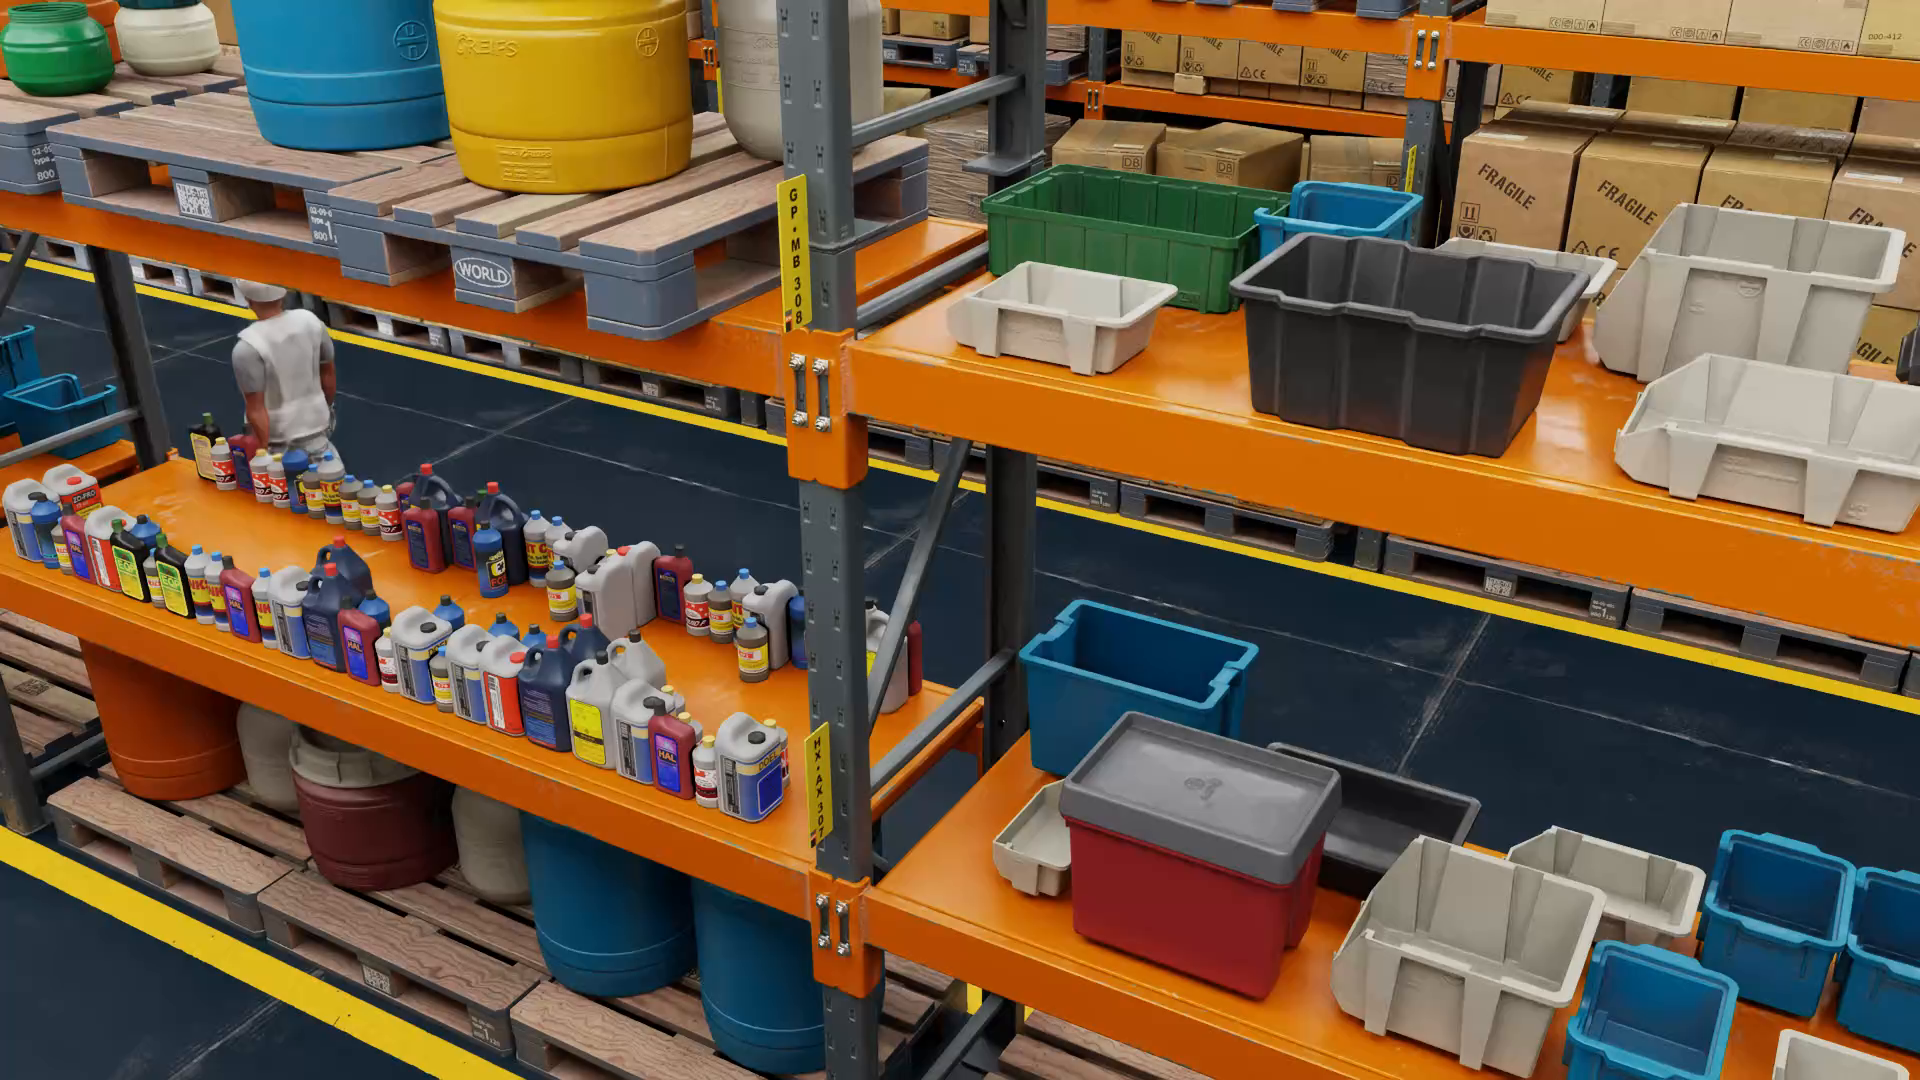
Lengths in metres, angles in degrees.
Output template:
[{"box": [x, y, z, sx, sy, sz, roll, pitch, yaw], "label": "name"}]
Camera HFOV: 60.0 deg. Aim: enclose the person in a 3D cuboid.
[{"box": [-3.256, -0.538, 8.154, 0.920, 1.749, 0.583, 18, 31, 32], "label": "person"}]
